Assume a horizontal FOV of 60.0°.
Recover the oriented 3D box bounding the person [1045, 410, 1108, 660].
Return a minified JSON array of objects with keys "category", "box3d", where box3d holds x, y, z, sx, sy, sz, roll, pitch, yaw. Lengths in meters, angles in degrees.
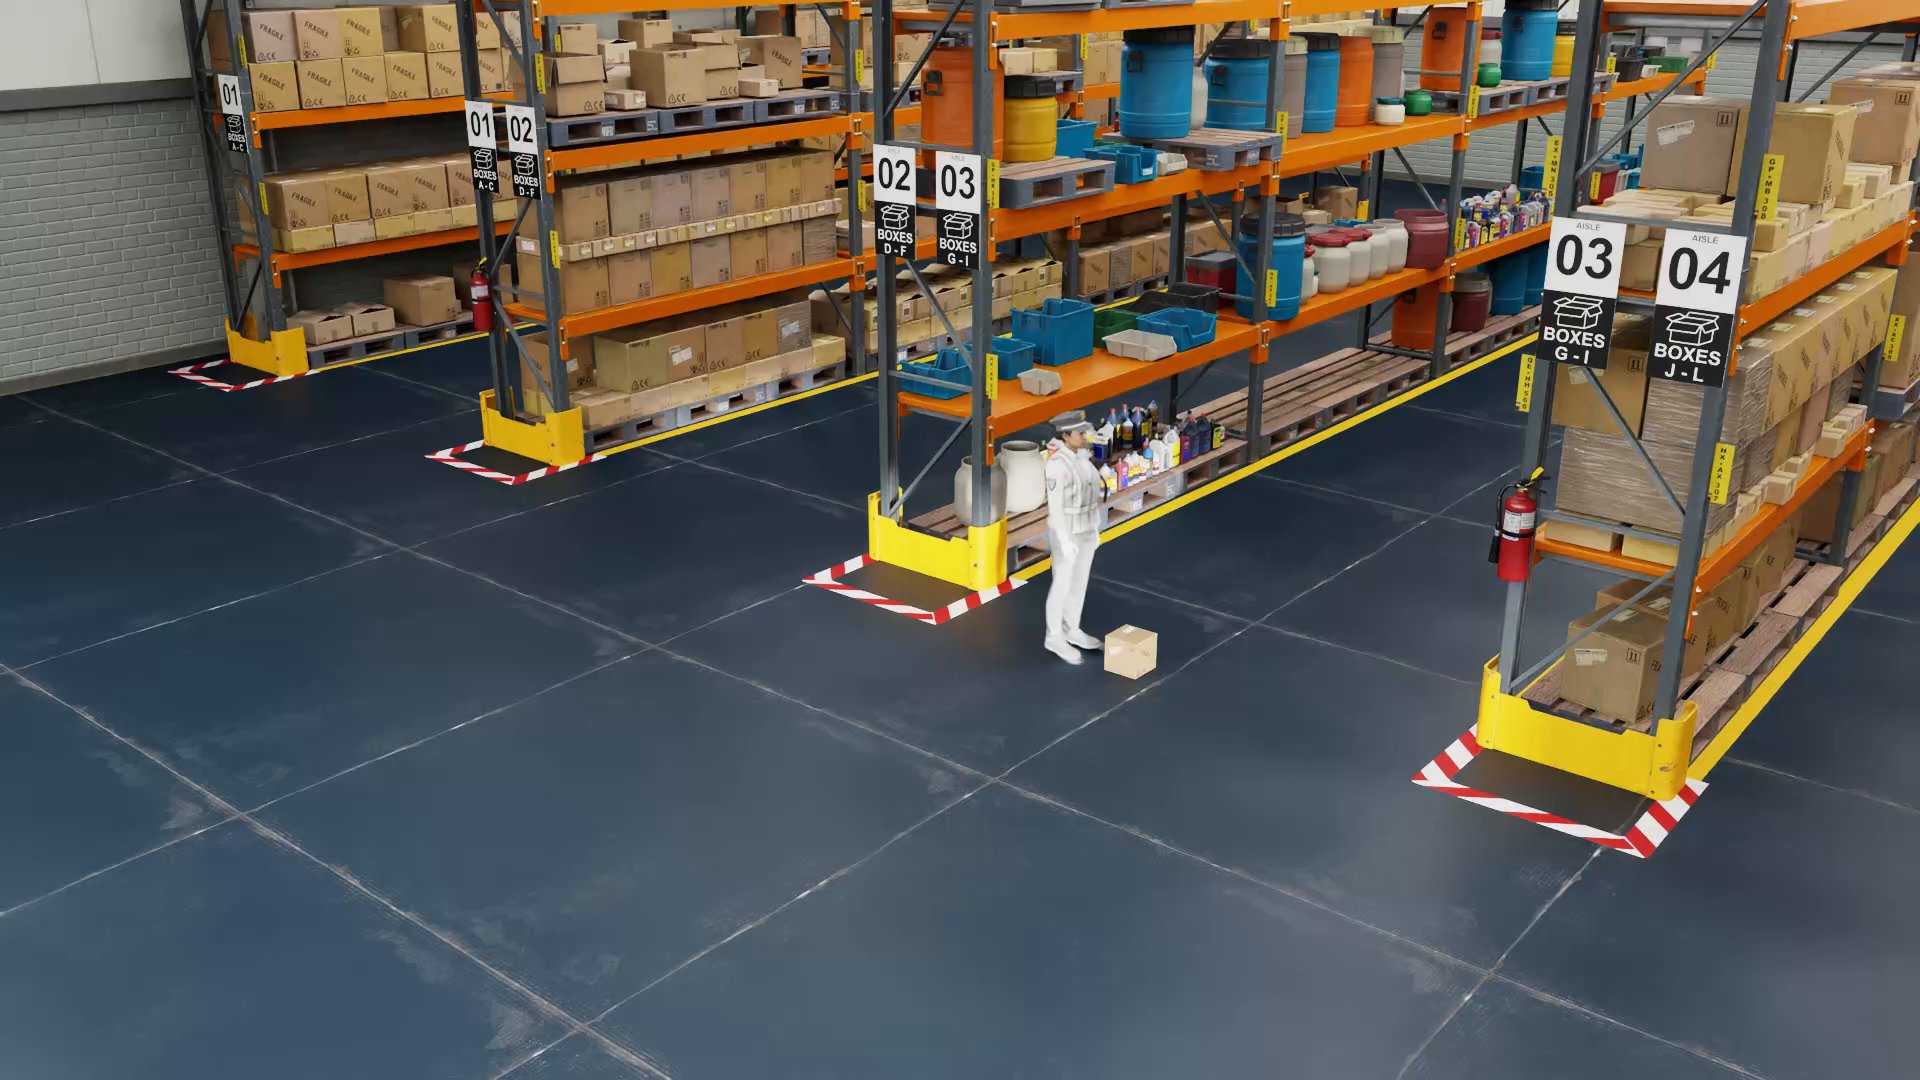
[{"category":"person","box3d":[0.764,-0.061,11.144,0.363,1.695,0.489,16,26,37]}]
